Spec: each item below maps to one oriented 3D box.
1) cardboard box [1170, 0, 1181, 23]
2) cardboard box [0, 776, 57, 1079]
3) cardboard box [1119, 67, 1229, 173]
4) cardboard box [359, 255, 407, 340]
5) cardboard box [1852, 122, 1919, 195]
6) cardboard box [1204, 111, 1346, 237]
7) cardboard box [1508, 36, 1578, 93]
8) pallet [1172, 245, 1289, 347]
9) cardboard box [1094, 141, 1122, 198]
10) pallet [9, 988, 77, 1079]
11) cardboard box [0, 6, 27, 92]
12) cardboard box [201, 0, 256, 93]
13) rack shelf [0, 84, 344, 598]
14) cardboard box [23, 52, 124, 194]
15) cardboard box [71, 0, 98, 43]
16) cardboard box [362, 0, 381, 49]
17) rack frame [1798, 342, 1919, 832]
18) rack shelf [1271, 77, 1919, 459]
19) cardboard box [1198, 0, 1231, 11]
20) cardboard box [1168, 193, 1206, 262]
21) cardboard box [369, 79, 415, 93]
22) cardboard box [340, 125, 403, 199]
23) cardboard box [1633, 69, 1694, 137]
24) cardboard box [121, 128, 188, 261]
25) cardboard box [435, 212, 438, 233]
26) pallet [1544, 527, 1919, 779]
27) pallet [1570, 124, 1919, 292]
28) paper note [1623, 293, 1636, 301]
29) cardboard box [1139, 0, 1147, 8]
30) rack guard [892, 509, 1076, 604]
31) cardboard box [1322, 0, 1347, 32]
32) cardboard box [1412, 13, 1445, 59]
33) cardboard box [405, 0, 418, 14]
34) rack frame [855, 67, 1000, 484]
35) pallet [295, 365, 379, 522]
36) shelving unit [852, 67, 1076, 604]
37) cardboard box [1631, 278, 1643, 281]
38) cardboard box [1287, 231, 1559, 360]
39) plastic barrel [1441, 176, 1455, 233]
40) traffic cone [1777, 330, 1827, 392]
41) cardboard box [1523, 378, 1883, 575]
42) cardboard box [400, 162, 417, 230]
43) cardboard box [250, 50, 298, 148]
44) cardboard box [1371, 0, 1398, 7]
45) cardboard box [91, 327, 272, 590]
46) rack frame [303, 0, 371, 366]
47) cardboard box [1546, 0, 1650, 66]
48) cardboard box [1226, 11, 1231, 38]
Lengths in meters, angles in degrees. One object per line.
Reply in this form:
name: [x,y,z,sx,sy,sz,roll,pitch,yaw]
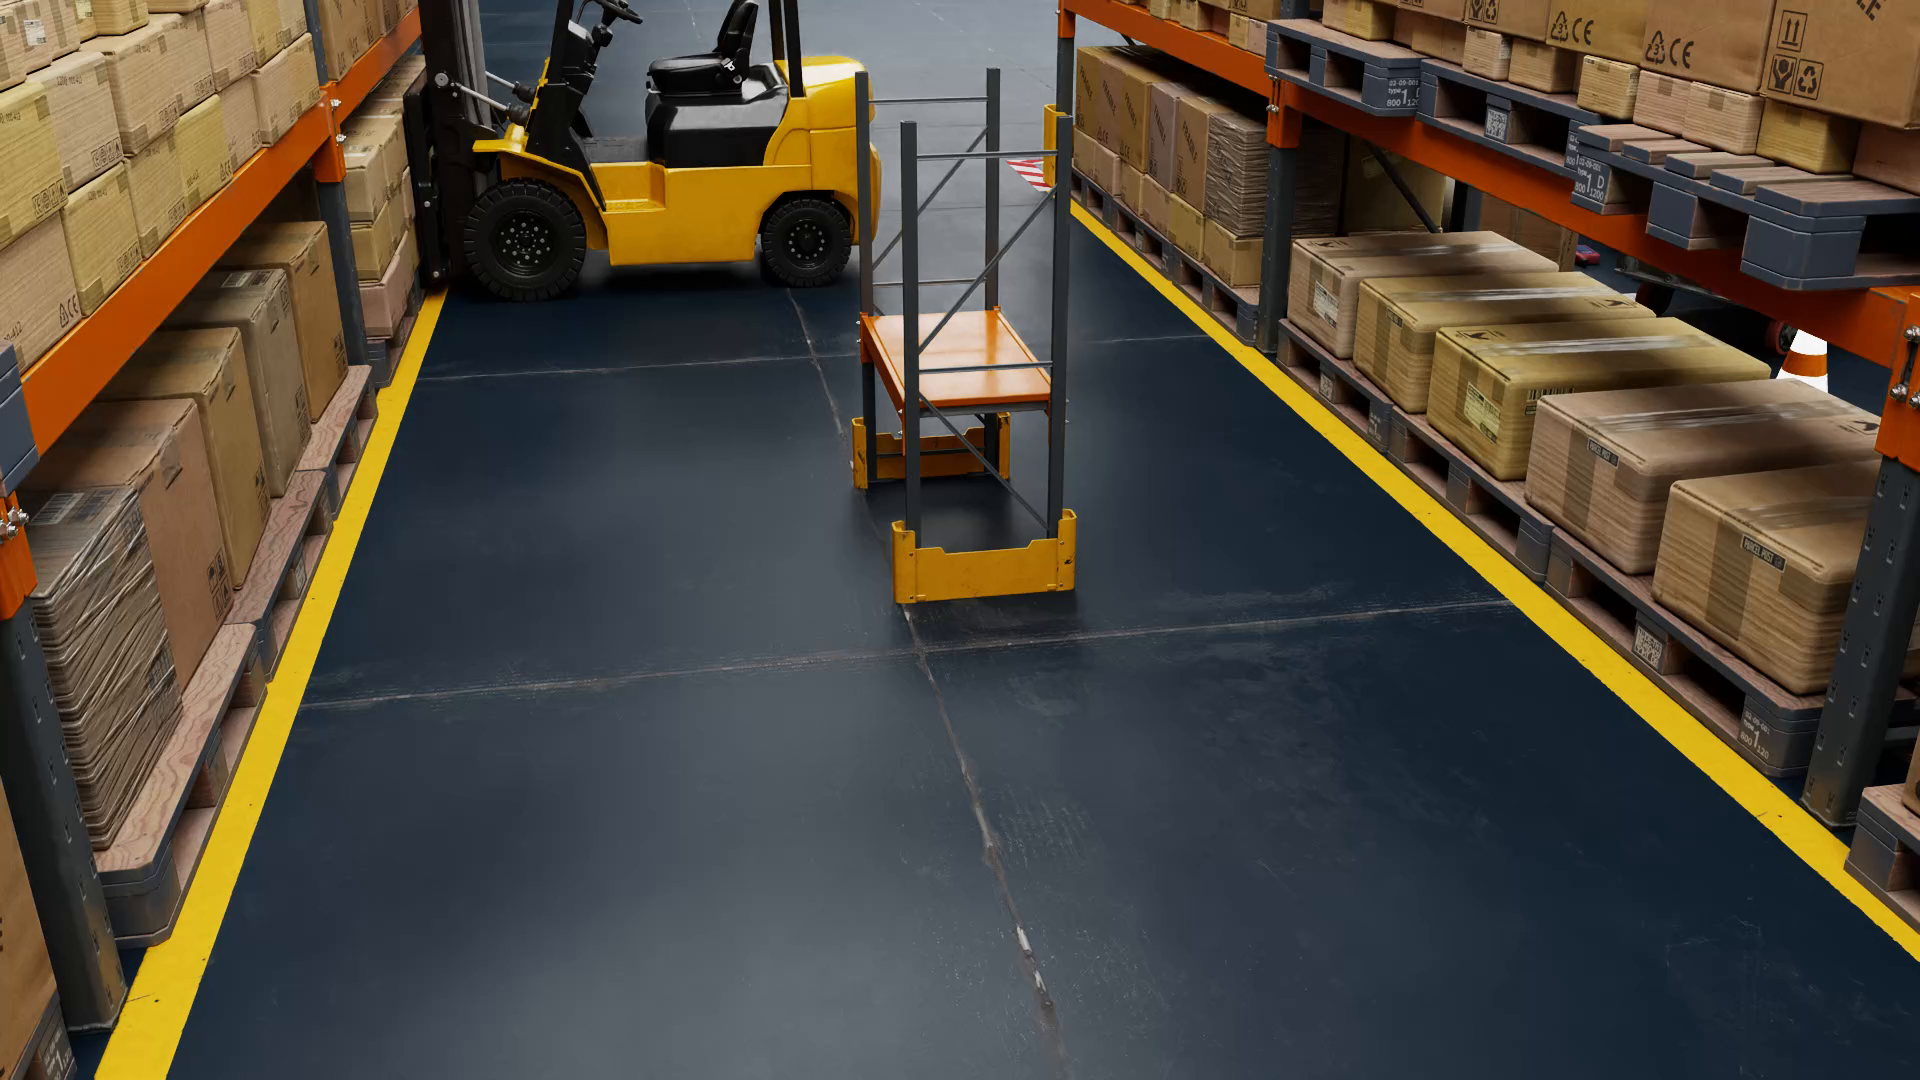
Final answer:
cardboard box: [1.321,-2.781,8.684,0.380,0.149,0.250,-5,24,-11]
cardboard box: [-1.959,0.755,2.871,0.500,0.500,0.500,-4,24,-8]
cardboard box: [1.217,-2.389,9.447,0.500,0.500,0.500,-4,24,-9]
cardboard box: [-2.753,-1.069,7.360,0.500,0.250,0.500,-4,24,-9]
cardboard box: [2.337,-0.906,3.865,0.380,0.149,0.250,-3,24,-8]
cardboard box: [1.516,-1.779,8.050,0.500,0.500,0.500,-5,24,-10]
cardboard box: [1.972,-1.509,5.247,0.380,0.149,0.250,-5,24,-11]
pallet: [1.730,-1.274,8.403,1.003,0.211,1.213,-4,24,-10]
cardboard box: [1.114,-2.257,10.080,0.500,0.250,0.500,-3,24,-8]
pallet: [-2.148,1.226,2.678,1.003,0.211,1.213,-4,24,-10]
cardboard box: [-2.069,-0.943,3.226,0.380,0.149,0.250,-4,24,-9]
cardboard box: [-2.455,-1.504,5.009,0.500,0.250,0.500,-4,24,-9]
rack shelf: [-2.619,-0.805,4.744,1.077,0.370,4.000,-4,24,-10]
cardboard box: [-2.182,-0.898,3.621,0.500,0.250,0.500,-4,24,-8]
cardboard box: [-2.278,-1.241,3.908,0.380,0.149,0.250,-4,24,-9]
cardboard box: [-3.021,-2.564,7.747,0.500,0.500,0.500,-5,24,-10]
rack frame: [2.629,-0.717,3.644,1.000,3.000,0.127,-4,24,-10]
rack shelf: [2.259,-1.174,5.589,1.077,0.370,4.000,-4,24,-10]
cardboard box: [1.460,-2.831,7.987,0.500,0.500,0.500,-4,24,-8]
cardboard box: [1.407,-1.644,8.677,0.500,0.250,0.500,-5,24,-11]
cardboard box: [-3.133,-2.329,8.997,0.500,0.250,0.500,-4,24,-9]
cardboard box: [-2.854,-1.727,7.619,0.500,0.250,0.500,-4,24,-10]
cardboard box: [2.087,-1.201,4.542,0.380,0.149,0.250,-5,24,-12]
cardboard box: [-2.281,-0.872,4.187,0.500,0.250,0.500,-5,24,-11]
cardboard box: [-3.046,-1.669,8.735,0.500,0.250,0.500,-4,24,-8]
pallet: [2.485,0.254,4.906,1.003,0.211,1.213,-4,24,-10]
pallet: [2.392,-0.901,4.306,1.213,0.211,1.003,-4,24,-10]
paper note: [3.468,-1.264,8.607,0.148,0.019,0.142,-4,24,-10]
cardboard box: [1.229,-3.089,9.388,0.380,0.149,0.250,-3,24,-8]
rack guard: [0.078,0.051,5.320,0.587,0.250,0.087,-4,24,-10]
cardboard box: [1.681,-2.127,6.661,0.380,0.149,0.250,-4,24,-9]
cardboard box: [1.852,-1.818,5.953,0.380,0.149,0.250,-4,24,-9]
cardboard box: [-3.292,-3.162,9.116,0.500,0.500,0.500,-4,24,-8]
rack frame: [-0.110,-0.921,5.984,0.500,1.500,0.032,-4,24,-10]
pallet: [-2.814,-0.357,6.303,1.003,0.211,1.213,-4,24,-10]
shelving unit: [-0.014,-0.717,5.518,0.587,1.500,1.083,-4,24,-10]
cardboard box: [3.847,-1.517,8.891,0.396,0.266,0.258,18,29,36]
cardboard box: [1.988,-1.072,7.216,0.950,0.372,0.625,-4,24,-9]
plastic barrel: [3.019,-1.983,9.760,0.512,0.421,0.421,13,27,27]
traffic cone: [3.494,-0.744,6.874,0.336,0.463,0.334,-4,24,-10]
cardboard box: [2.389,-0.218,5.259,0.950,0.372,0.625,-5,24,-11]
cardboard box: [-2.951,-1.692,8.164,0.500,0.250,0.500,-5,24,-10]
cardboard box: [-2.540,-1.476,5.570,0.500,0.250,0.500,-4,24,-10]
cardboard box: [1.787,-2.262,6.161,0.500,0.500,0.500,-4,24,-10]
cardboard box: [-2.604,-0.220,4.948,0.875,0.625,0.625,-5,24,-12]
rack frame: [-2.989,-1.921,6.401,1.000,3.000,0.127,-4,24,-10]
cardboard box: [2.070,-1.651,4.760,0.500,0.500,0.500,-6,24,-13]
cardboard box: [1.505,-2.485,8.006,0.380,0.149,0.250,-4,24,-9]
